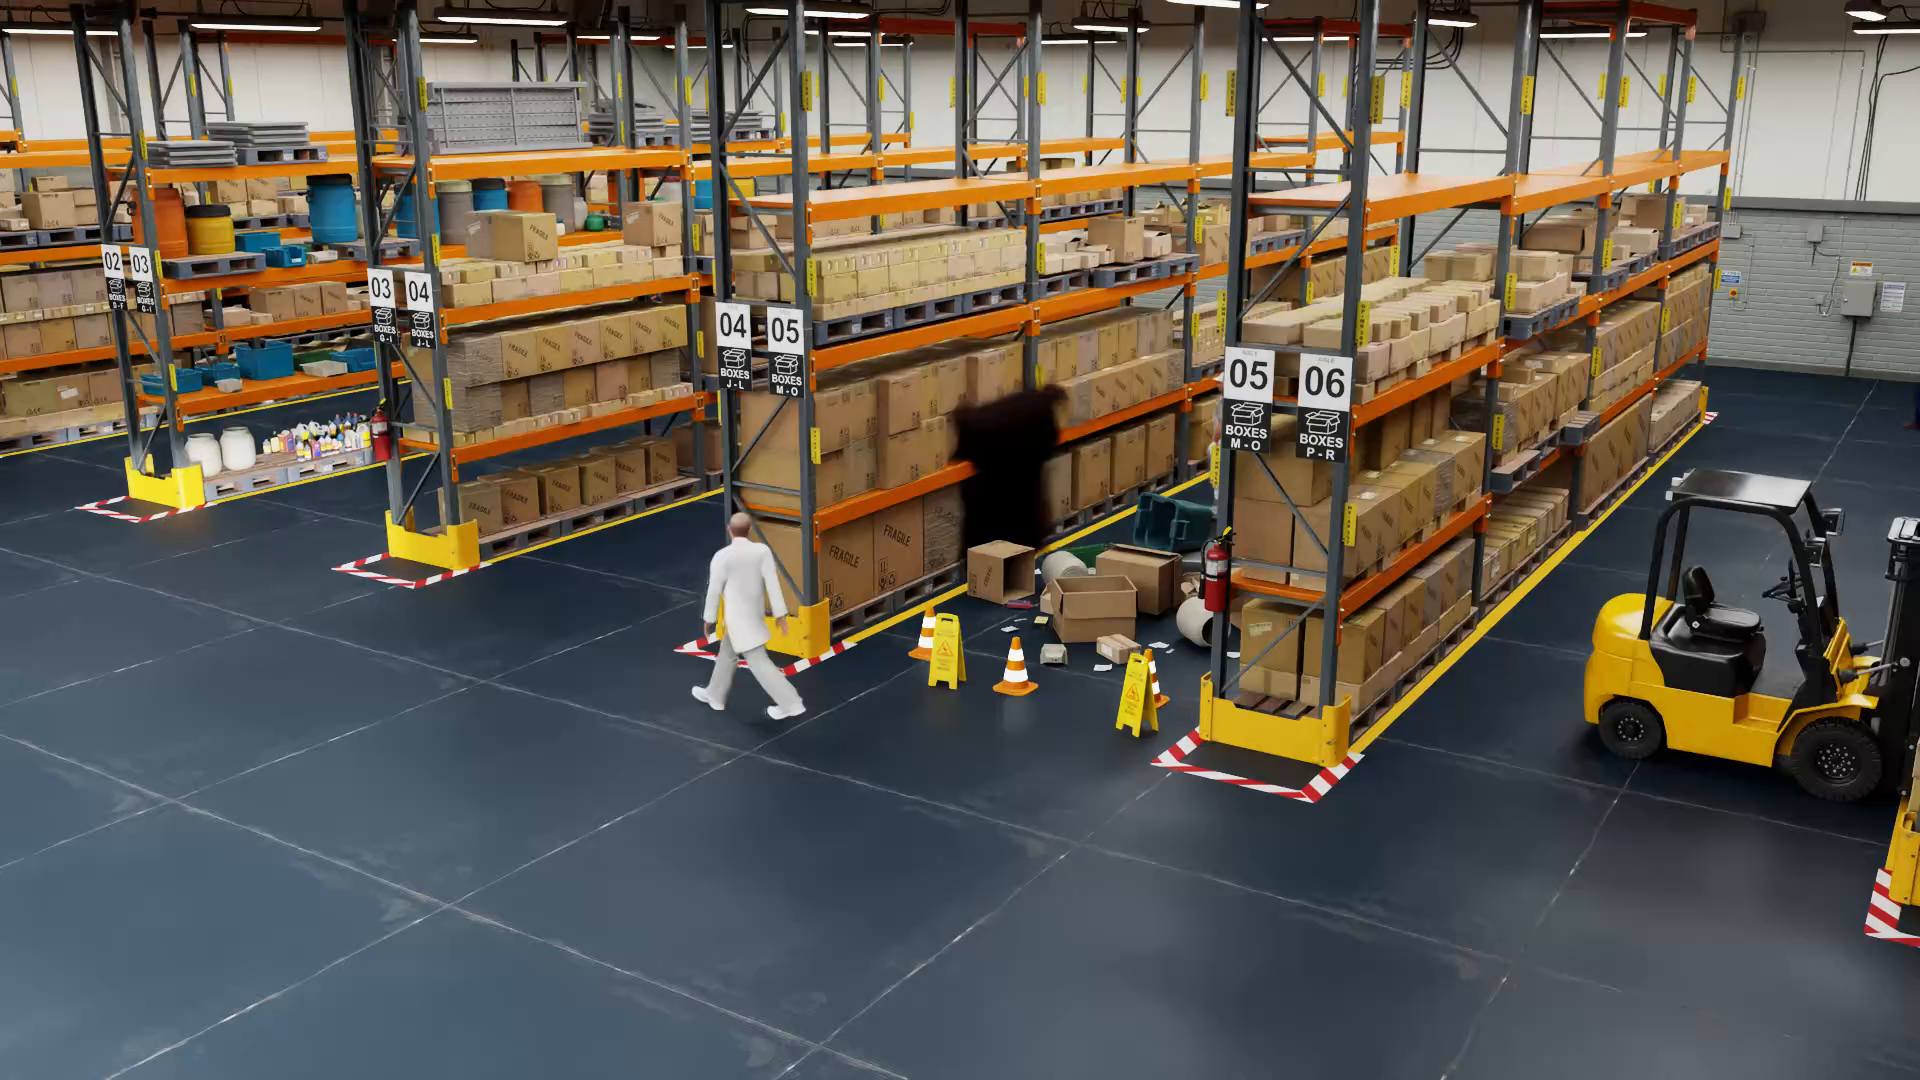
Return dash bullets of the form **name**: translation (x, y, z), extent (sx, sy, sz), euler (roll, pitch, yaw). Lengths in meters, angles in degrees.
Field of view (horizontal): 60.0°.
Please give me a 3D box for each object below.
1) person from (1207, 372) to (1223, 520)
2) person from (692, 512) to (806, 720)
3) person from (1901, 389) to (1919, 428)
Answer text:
- **person**: translation (3.172, -1.147, 19.962), extent (0.419, 1.792, 0.567), euler (11, 19, 35)
- **person**: translation (-1.785, 0.631, 13.707), extent (1.119, 1.737, 0.512), euler (3, 16, 12)
- **person**: translation (14.752, -2.423, 24.939), extent (0.925, 1.587, 0.519), euler (8, 17, 27)
